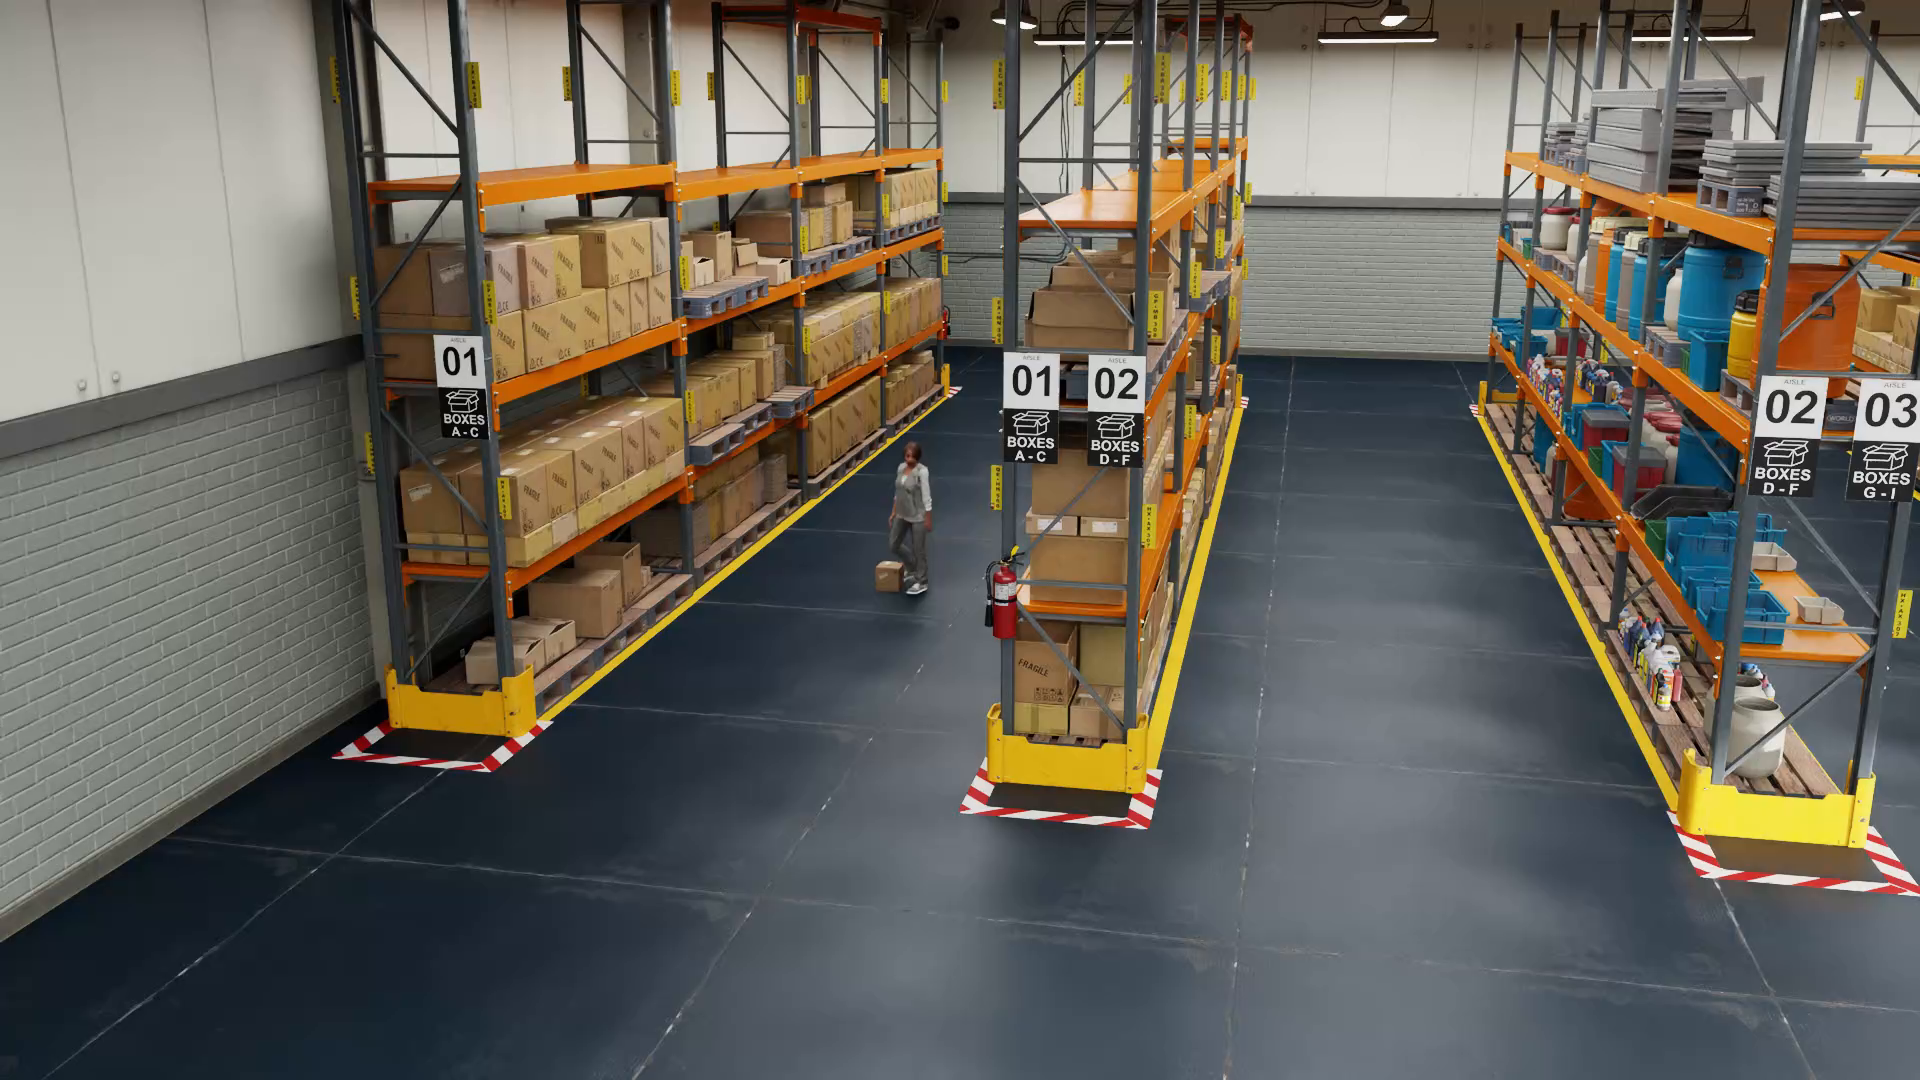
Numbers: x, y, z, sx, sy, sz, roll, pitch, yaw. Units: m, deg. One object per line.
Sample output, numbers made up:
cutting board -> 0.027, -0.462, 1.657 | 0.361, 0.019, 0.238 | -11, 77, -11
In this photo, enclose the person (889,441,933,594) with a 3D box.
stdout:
person -> -0.488, -0.235, 16.856 | 0.567, 1.588, 0.415 | 13, 20, 41
